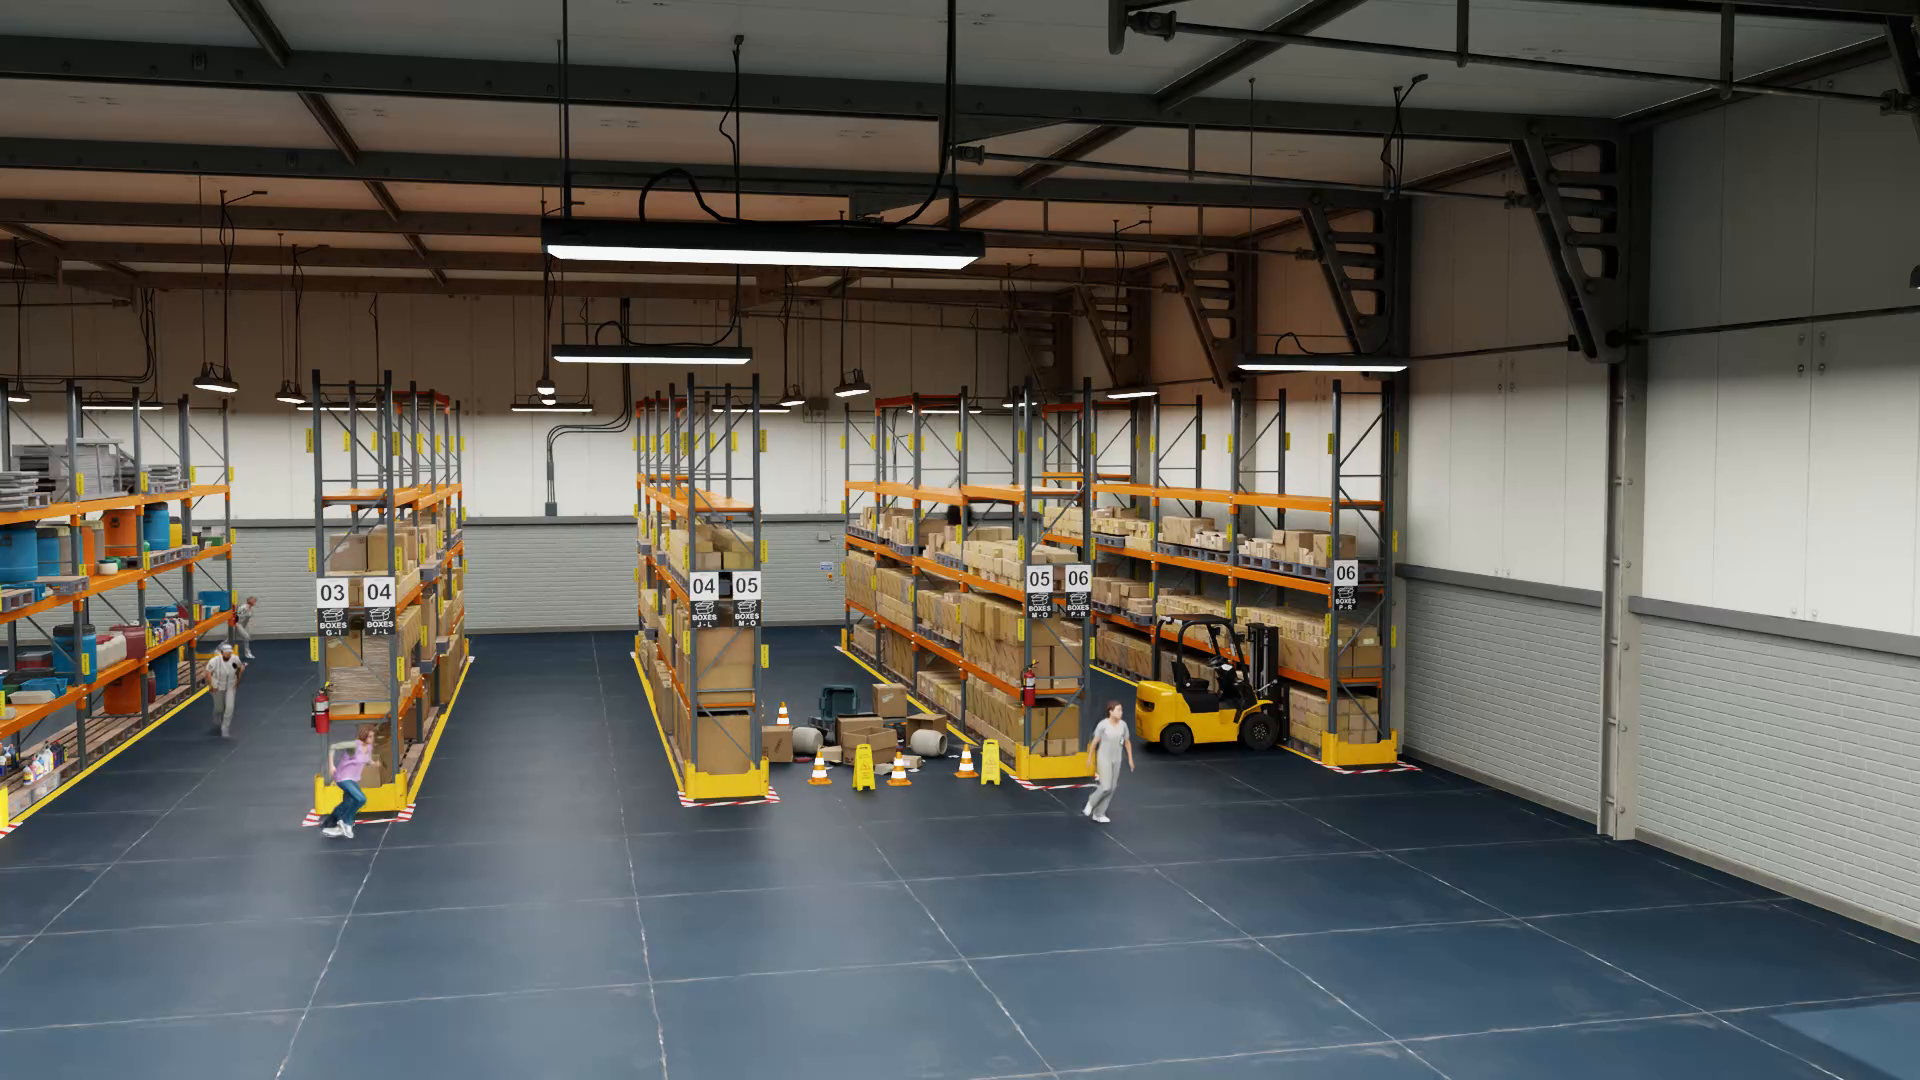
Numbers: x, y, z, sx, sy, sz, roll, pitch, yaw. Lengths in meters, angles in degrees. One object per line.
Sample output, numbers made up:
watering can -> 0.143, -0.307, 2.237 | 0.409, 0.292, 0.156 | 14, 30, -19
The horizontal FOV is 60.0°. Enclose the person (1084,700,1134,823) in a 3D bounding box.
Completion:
person -> 1.955, 2.917, 21.919 | 0.567, 1.640, 0.536 | -2, 4, -27

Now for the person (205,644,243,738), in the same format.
person -> -12.696, 2.578, 28.675 | 0.609, 1.627, 0.924 | -3, 4, -38

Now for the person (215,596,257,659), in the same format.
person -> -16.847, 2.050, 38.704 | 0.969, 1.428, 0.545 | 0, 3, 3

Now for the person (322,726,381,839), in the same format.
person -> -7.709, 3.061, 20.967 | 0.879, 1.438, 0.578 | 1, 4, 20
